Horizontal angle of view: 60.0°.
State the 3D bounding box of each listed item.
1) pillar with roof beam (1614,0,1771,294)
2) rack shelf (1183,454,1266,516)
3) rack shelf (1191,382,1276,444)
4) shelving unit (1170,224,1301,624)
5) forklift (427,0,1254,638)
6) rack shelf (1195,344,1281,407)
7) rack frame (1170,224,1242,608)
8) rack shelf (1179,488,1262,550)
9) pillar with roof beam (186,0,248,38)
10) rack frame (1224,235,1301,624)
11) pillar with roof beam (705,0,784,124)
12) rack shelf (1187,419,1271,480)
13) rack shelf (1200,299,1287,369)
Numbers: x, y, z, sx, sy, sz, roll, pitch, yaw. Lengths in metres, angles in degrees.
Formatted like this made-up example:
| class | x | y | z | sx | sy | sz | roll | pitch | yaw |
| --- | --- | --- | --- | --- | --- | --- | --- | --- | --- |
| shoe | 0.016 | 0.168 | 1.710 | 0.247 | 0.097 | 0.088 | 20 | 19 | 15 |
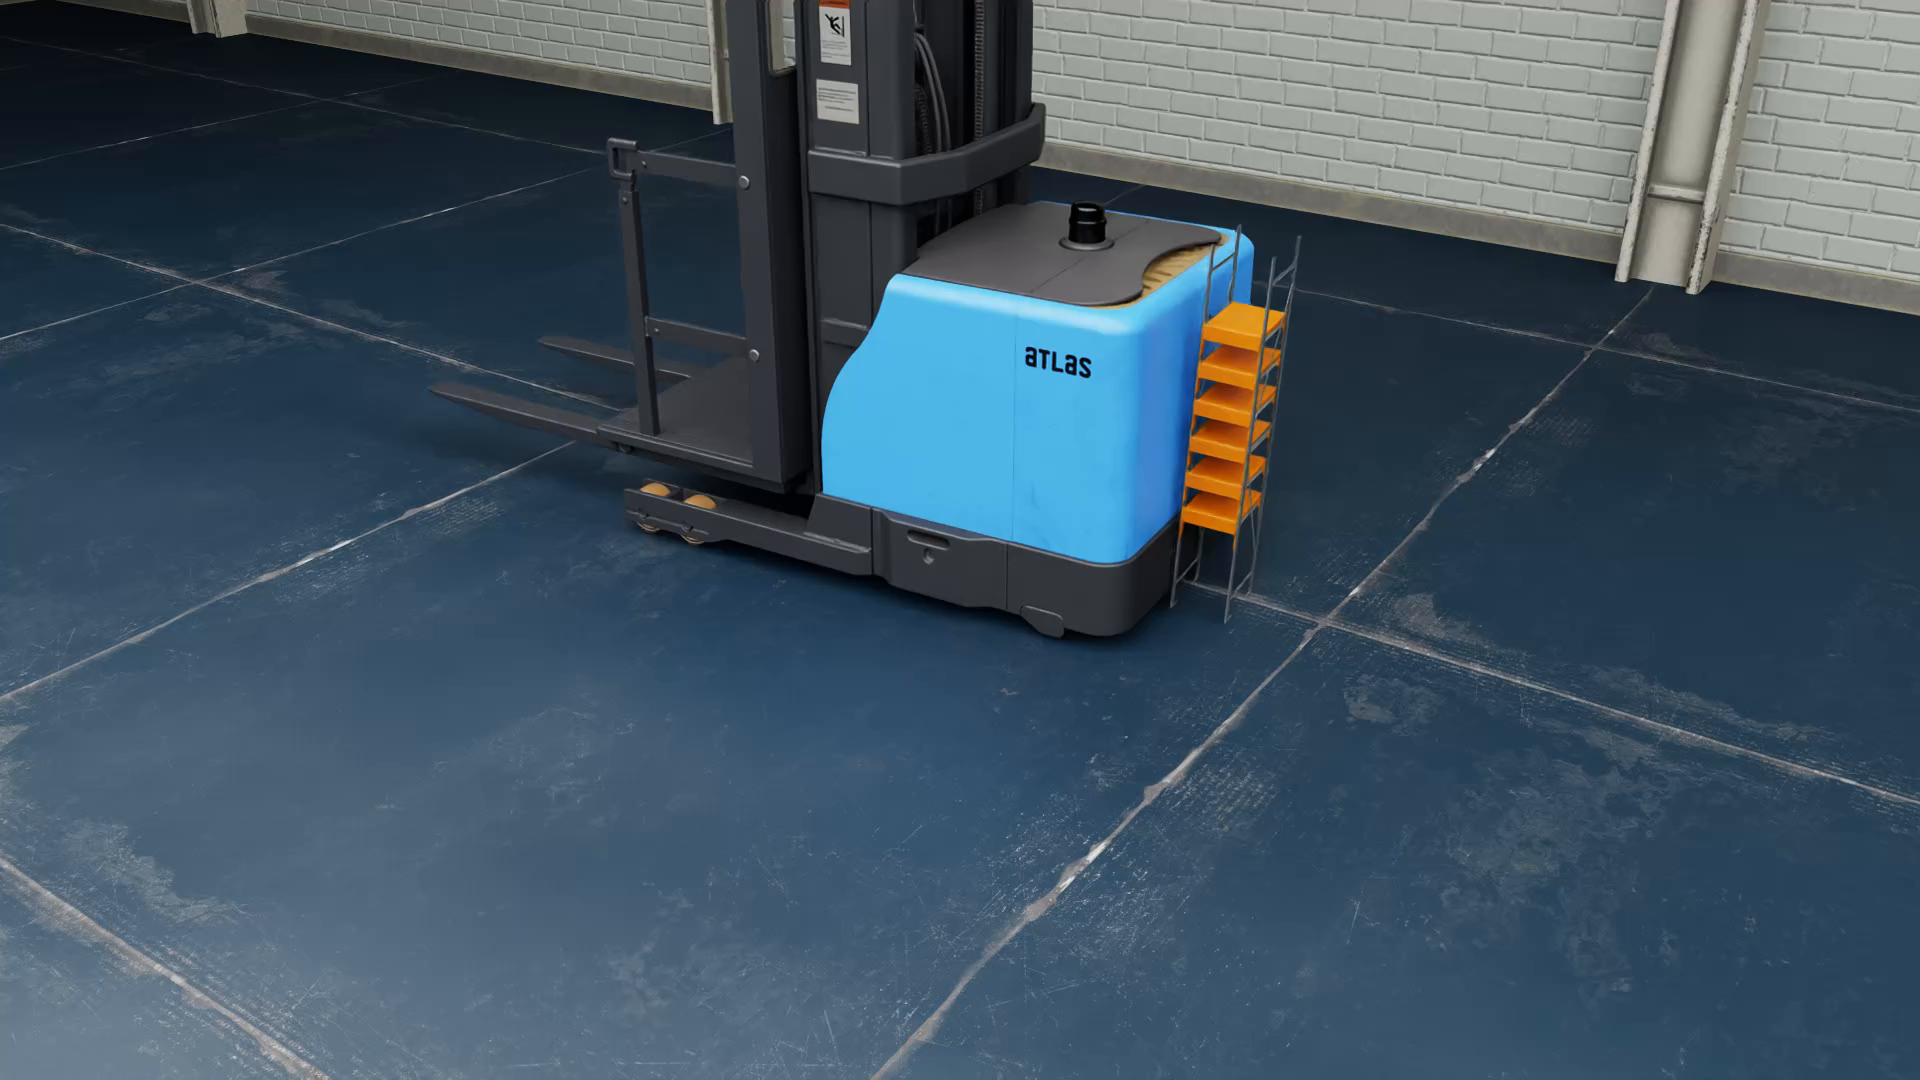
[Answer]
| class | x | y | z | sx | sy | sz | roll | pitch | yaw |
| --- | --- | --- | --- | --- | --- | --- | --- | --- | --- |
| pillar with roof beam | 1.077 | -3.704 | 3.106 | 0.400 | 9.000 | 9.100 | 17 | 32 | 30 |
| rack shelf | 0.826 | -0.190 | 5.155 | 0.180 | 0.103 | 0.258 | 16 | 31 | 24 |
| rack shelf | 0.835 | -0.402 | 5.042 | 0.180 | 0.103 | 0.258 | 16 | 31 | 24 |
| shelving unit | 0.832 | -0.335 | 5.077 | 0.189 | 1.200 | 0.258 | 16 | 31 | 24 |
| forklift | -0.579 | -1.483 | 5.432 | 3.031 | 2.935 | 1.130 | 15 | 30 | 26 |
| rack shelf | 0.840 | -0.507 | 4.985 | 0.180 | 0.103 | 0.258 | 16 | 31 | 24 |
| rack frame | 0.752 | -0.359 | 5.114 | 0.006 | 1.200 | 0.240 | 16 | 31 | 24 |
| rack shelf | 0.821 | -0.085 | 5.212 | 0.180 | 0.103 | 0.258 | 16 | 31 | 24 |
| pillar with roof beam | -8.815 | -6.785 | 9.161 | 0.400 | 9.000 | 9.100 | 17 | 32 | 30 |
| rack frame | 0.912 | -0.312 | 5.040 | 0.006 | 1.200 | 0.240 | 16 | 31 | 24 |
| pillar with roof beam | -3.869 | -5.245 | 6.134 | 0.400 | 9.000 | 9.100 | 17 | 32 | 30 |
| rack shelf | 0.830 | -0.296 | 5.098 | 0.180 | 0.103 | 0.258 | 16 | 31 | 24 |
| rack shelf | 0.844 | -0.613 | 4.928 | 0.180 | 0.103 | 0.258 | 16 | 31 | 24 |
